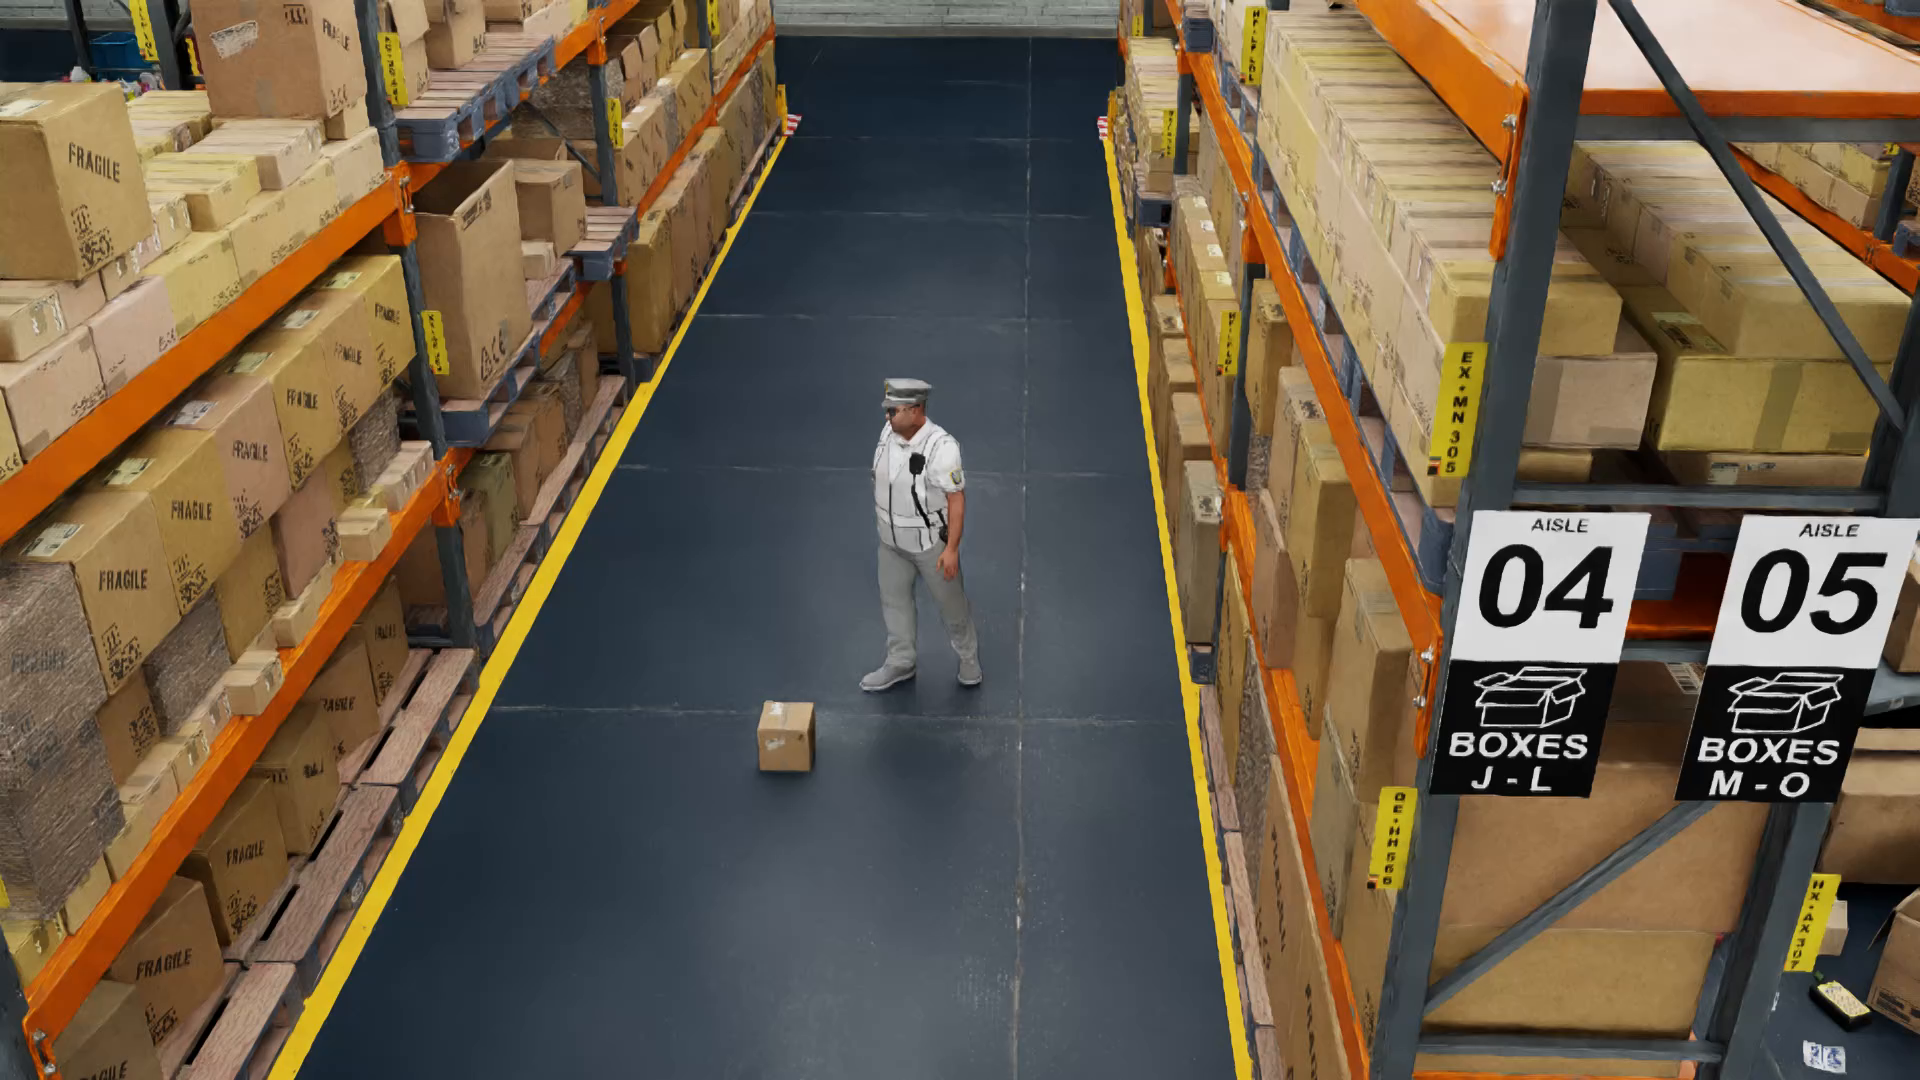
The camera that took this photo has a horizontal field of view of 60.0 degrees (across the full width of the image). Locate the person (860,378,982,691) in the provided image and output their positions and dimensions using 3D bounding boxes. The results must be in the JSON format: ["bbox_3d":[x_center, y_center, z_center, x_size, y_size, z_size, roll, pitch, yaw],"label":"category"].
[{"bbox_3d":[-0.188,-0.021,8.645,0.594,1.754,0.599,18,33,31],"label":"person"}]
